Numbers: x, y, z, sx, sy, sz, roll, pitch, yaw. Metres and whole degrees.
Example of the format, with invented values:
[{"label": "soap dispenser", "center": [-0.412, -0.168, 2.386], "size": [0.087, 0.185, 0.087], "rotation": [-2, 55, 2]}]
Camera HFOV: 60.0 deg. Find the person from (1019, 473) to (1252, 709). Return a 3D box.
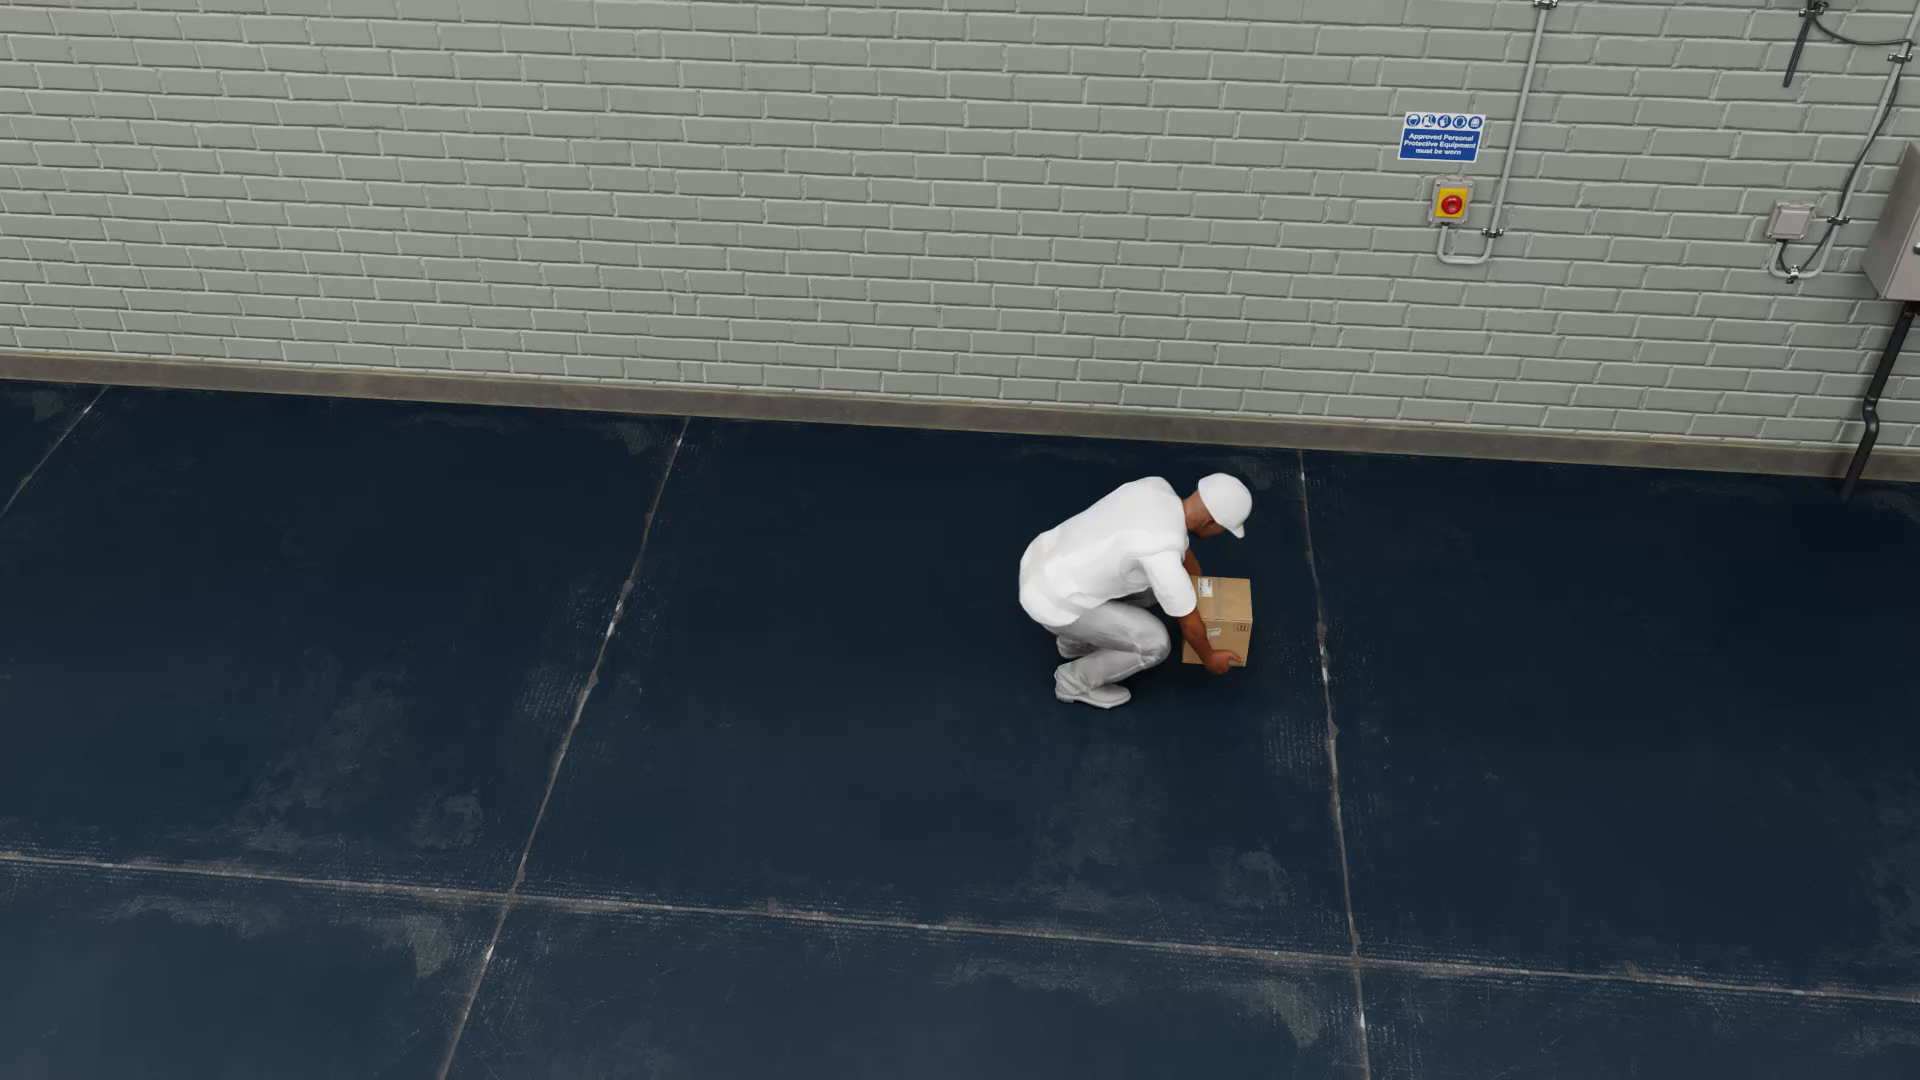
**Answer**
[{"label": "person", "center": [0.669, 0.154, 6.550], "size": [0.872, 1.011, 0.540], "rotation": [2, 40, 3]}]
